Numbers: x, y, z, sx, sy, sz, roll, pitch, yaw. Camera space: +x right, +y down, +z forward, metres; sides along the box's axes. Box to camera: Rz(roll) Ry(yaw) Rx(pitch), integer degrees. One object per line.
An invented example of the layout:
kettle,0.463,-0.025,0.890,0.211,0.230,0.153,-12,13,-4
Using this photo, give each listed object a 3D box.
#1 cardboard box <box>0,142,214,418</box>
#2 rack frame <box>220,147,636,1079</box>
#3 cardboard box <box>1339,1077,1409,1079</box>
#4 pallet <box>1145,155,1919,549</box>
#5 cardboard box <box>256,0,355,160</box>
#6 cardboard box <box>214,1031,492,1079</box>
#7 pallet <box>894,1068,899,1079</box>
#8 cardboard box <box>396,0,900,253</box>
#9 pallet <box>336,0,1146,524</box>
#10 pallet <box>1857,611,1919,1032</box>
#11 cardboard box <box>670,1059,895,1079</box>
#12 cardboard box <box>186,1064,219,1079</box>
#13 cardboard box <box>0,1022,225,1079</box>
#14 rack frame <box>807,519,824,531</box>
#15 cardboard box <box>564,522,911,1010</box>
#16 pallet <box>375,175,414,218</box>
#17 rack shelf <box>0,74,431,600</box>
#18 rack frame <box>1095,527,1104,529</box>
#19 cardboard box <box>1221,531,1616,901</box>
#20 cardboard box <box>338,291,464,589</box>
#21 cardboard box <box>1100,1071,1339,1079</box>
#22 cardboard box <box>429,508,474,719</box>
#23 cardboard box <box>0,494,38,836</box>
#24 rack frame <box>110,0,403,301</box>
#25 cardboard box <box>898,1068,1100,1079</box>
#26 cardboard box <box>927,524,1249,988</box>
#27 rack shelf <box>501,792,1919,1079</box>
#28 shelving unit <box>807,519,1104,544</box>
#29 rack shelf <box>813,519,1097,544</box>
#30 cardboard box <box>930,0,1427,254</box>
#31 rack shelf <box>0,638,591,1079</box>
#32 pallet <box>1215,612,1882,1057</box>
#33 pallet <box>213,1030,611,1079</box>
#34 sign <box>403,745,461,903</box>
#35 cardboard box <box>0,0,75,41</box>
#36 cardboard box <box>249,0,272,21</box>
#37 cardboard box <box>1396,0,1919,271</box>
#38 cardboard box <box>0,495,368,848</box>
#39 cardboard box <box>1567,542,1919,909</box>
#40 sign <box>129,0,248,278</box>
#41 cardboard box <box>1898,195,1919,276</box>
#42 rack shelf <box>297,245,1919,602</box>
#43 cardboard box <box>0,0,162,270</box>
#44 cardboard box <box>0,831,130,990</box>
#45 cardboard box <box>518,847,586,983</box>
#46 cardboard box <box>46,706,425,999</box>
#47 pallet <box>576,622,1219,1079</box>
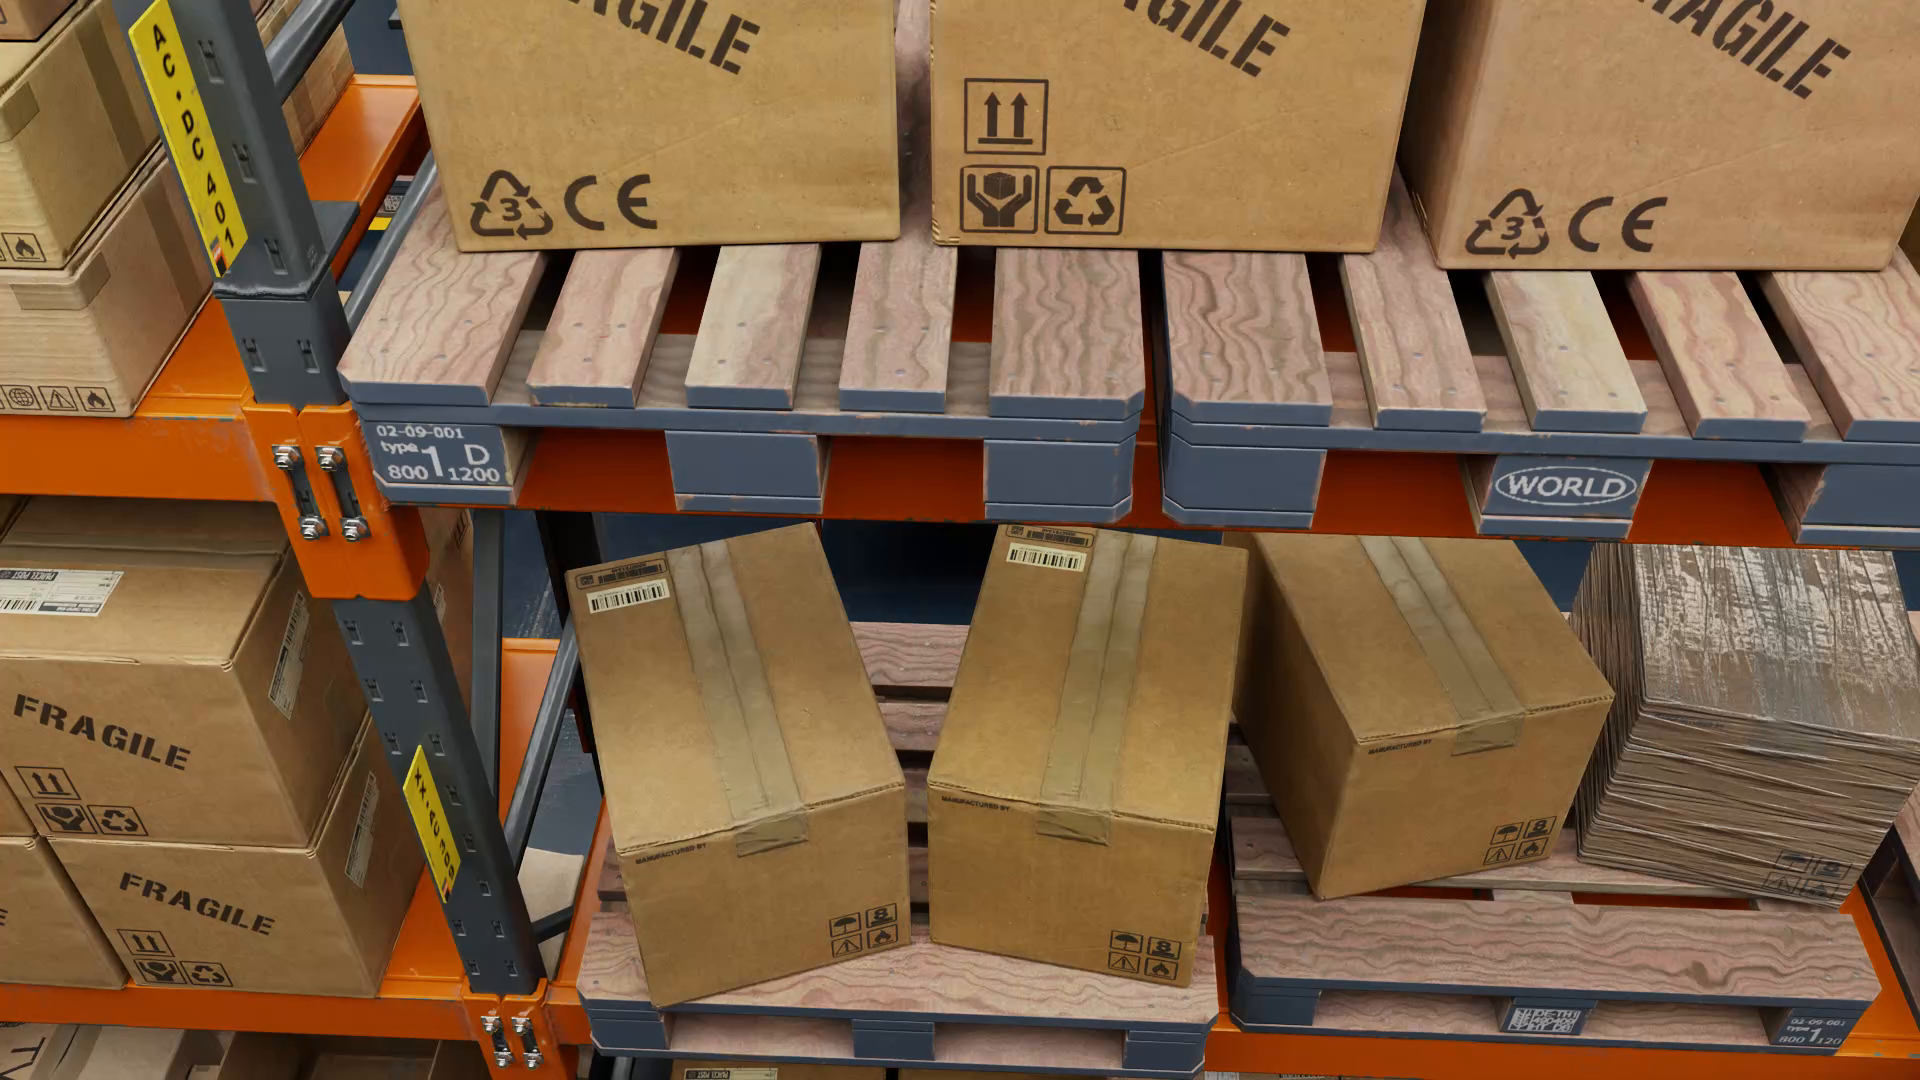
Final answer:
cardboard box,-1.394,-0.435,2.426,0.500,0.250,0.500,2,43,2
rack frame,-0.896,0.441,3.575,0.127,3.000,1.000,2,43,2
cardboard box,1.076,1.147,3.779,0.500,0.250,0.500,1,43,1
pallet,0.789,-0.490,2.512,1.003,0.211,1.213,2,43,2
cardboard box,-1.371,-0.785,2.801,0.500,0.250,0.500,2,43,2
cardboard box,-1.478,1.371,4.089,0.500,0.500,0.500,2,43,2
pallet,-0.082,1.461,4.527,1.213,0.211,1.003,2,43,2
cardboard box,-0.396,-0.817,2.271,0.600,0.600,0.600,-2,43,-2
pallet,-0.248,-0.519,2.544,1.003,0.211,1.213,2,43,2
pallet,2.420,0.661,3.480,1.003,0.211,1.213,2,43,2
cardboard box,-0.424,1.376,4.084,0.500,0.500,0.500,0,43,0
cardboard box,-1.855,1.529,4.177,0.250,0.149,0.380,2,43,2
cardboard box,-2.227,1.417,4.178,0.500,0.311,0.500,2,43,2
rack frame,-0.515,-0.427,5.884,0.032,1.125,0.500,2,43,2
cardboard box,-0.433,0.418,3.219,0.500,0.500,0.700,-12,44,-12
pallet,-2.627,-1.943,8.181,1.213,0.211,1.003,2,43,2
rack shelf,-2.894,-0.454,2.864,4.000,0.370,1.077,2,43,2
rack frame,0.501,-0.396,5.850,0.032,1.125,0.500,2,43,2
cardboard box,0.872,0.263,3.385,0.500,0.500,0.700,-8,44,-9
cardboard box,-1.354,-0.167,3.422,0.500,0.500,0.500,3,43,3
cardboard box,0.575,1.132,3.795,0.500,0.250,0.500,2,43,2
cardboard box,-1.393,0.204,3.757,0.500,0.500,0.500,3,43,3
cardboard box,-1.925,0.186,3.043,0.500,0.500,0.500,1,43,1
rack frame,-0.896,-1.754,1.531,0.127,3.000,1.000,2,43,2
cardboard box,0.110,1.385,4.074,0.500,0.500,0.500,2,43,2
cardboard box,0.257,0.396,3.243,0.500,0.500,0.700,8,44,9
rack shelf,1.102,0.766,3.755,4.000,0.370,1.077,2,43,2
shelving unit,-0.007,-0.412,5.867,1.048,1.125,0.538,2,43,2
rack shelf,-0.007,-0.233,6.033,1.000,0.278,0.538,2,43,2
cardboard box,0.273,-0.812,2.266,0.600,0.600,0.600,1,43,1
rack shelf,-2.894,0.643,3.887,4.000,0.370,1.077,2,43,2
pallet,1.157,0.578,3.570,1.213,0.211,1.003,2,43,2
pallet,-1.582,1.440,4.549,1.213,0.211,1.003,2,43,2
sign,-0.913,0.494,2.884,0.005,0.325,0.100,2,43,2
cardboard box,-1.383,-1.047,2.166,0.500,0.500,0.700,2,43,2
cardboard box,-1.370,-0.968,2.631,0.500,0.250,0.500,2,43,2
cardboard box,0.937,-0.778,2.229,0.600,0.600,0.600,0,43,0
cardboard box,-1.413,0.200,3.028,0.500,0.500,0.500,2,43,2
cardboard box,1.561,0.273,3.375,0.500,0.500,0.700,9,44,10
sign,-0.913,-0.476,1.980,0.005,0.325,0.100,2,43,2
cardboard box,1.634,-0.592,2.411,0.500,0.500,0.910,2,43,2
rack shelf,1.102,-0.331,2.732,4.000,0.370,1.077,2,43,2
cardboard box,-1.394,-0.614,2.251,0.500,0.250,0.500,2,43,2
cardboard box,-1.922,0.549,3.386,0.500,0.500,0.500,3,43,3
cardboard box,-1.305,1.104,4.514,0.500,0.311,0.500,2,43,2
cardboard box,-1.407,0.564,3.370,0.500,0.500,0.500,2,43,3
pallet,-0.103,0.611,3.535,1.213,0.211,1.003,2,43,2
